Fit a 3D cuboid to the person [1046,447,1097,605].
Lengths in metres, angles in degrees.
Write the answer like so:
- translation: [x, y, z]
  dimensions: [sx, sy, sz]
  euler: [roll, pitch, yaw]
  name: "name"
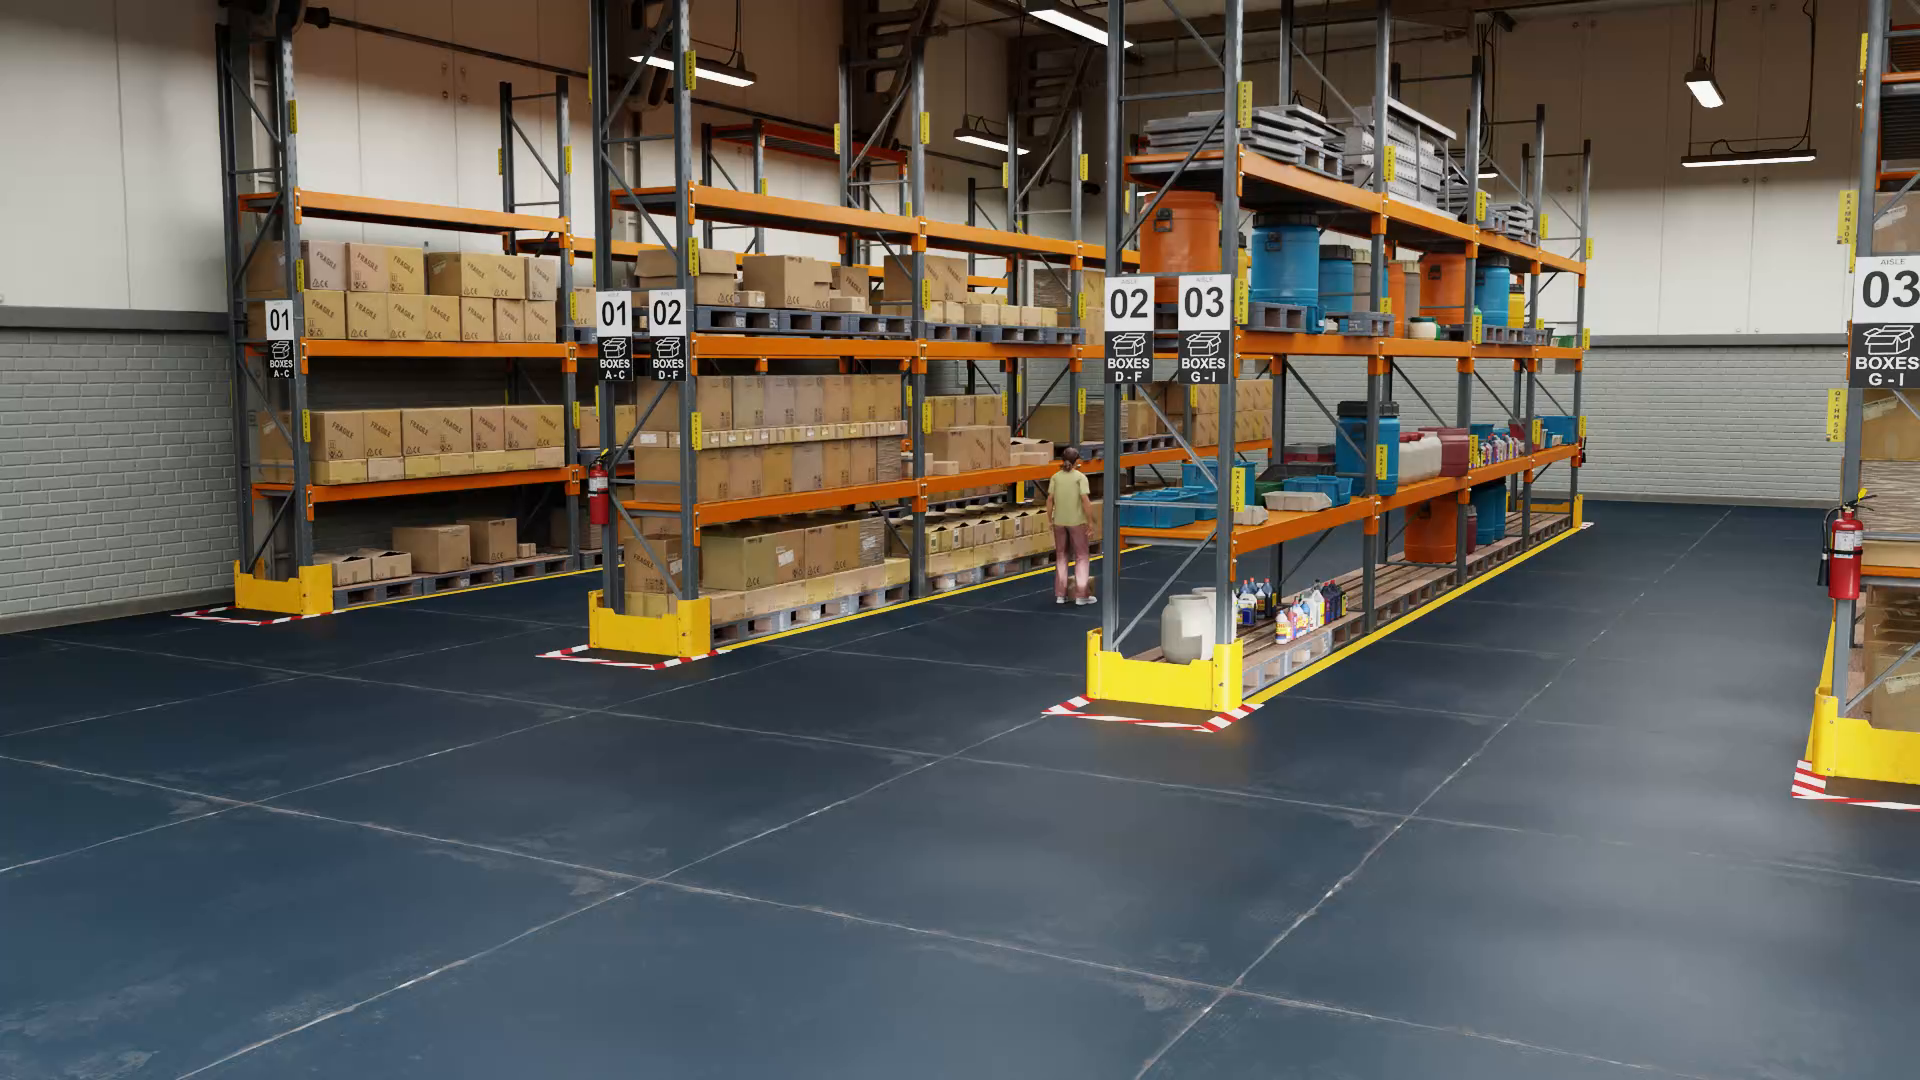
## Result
- translation: [1.184, -0.155, 17.797]
  dimensions: [0.516, 1.673, 0.355]
  euler: [3, 7, 26]
  name: "person"
